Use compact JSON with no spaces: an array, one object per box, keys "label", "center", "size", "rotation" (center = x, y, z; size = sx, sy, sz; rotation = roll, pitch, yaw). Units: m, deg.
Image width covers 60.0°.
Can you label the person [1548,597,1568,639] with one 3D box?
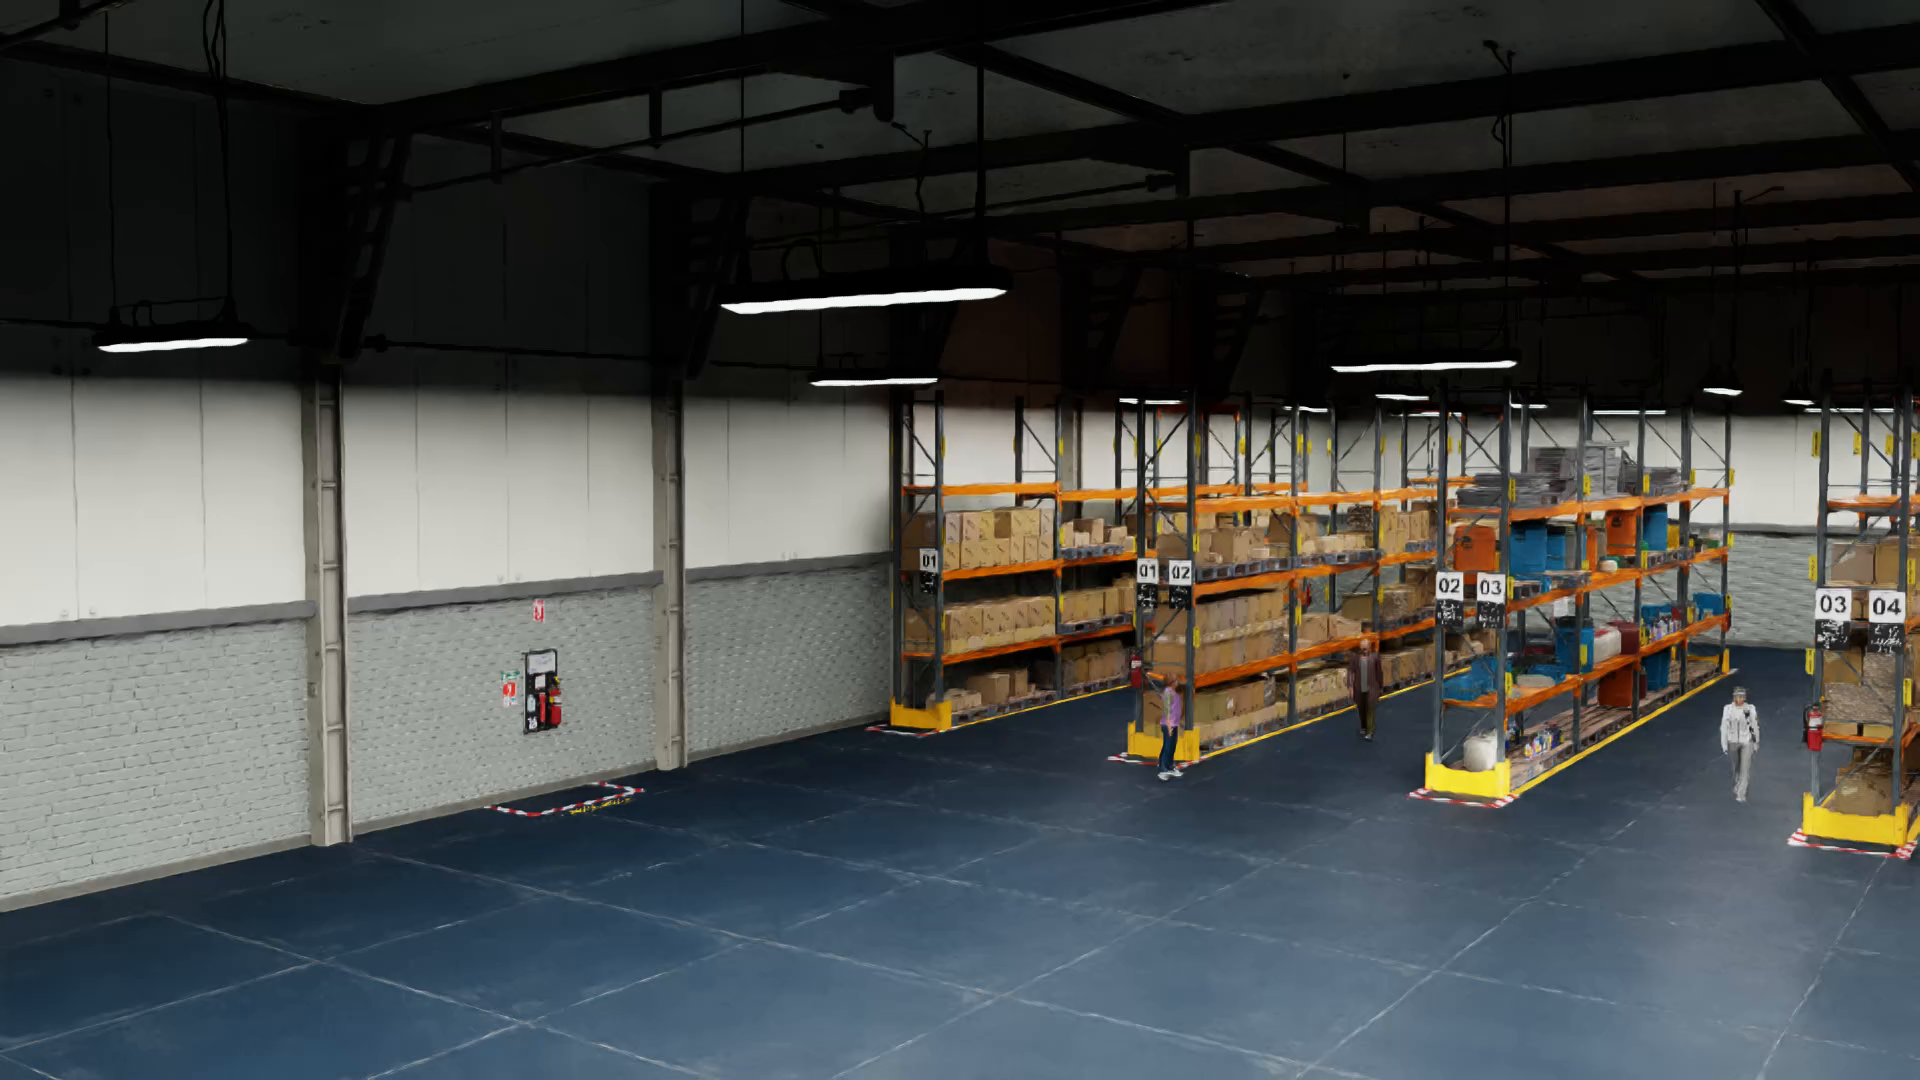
[{"label":"person","center":[14.554,1.842,40.286],"size":[0.737,1.761,0.562],"rotation":[-1,3,-18]}]

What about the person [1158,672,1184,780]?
[{"label":"person","center":[3.174,2.778,25.018],"size":[0.345,1.597,0.536],"rotation":[1,3,20]}]

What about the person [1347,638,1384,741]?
[{"label":"person","center":[6.902,2.526,28.386],"size":[0.580,1.709,1.102],"rotation":[2,4,27]}]

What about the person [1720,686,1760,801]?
[{"label":"person","center":[11.073,2.856,23.647],"size":[0.495,1.589,1.086],"rotation":[2,4,37]}]
